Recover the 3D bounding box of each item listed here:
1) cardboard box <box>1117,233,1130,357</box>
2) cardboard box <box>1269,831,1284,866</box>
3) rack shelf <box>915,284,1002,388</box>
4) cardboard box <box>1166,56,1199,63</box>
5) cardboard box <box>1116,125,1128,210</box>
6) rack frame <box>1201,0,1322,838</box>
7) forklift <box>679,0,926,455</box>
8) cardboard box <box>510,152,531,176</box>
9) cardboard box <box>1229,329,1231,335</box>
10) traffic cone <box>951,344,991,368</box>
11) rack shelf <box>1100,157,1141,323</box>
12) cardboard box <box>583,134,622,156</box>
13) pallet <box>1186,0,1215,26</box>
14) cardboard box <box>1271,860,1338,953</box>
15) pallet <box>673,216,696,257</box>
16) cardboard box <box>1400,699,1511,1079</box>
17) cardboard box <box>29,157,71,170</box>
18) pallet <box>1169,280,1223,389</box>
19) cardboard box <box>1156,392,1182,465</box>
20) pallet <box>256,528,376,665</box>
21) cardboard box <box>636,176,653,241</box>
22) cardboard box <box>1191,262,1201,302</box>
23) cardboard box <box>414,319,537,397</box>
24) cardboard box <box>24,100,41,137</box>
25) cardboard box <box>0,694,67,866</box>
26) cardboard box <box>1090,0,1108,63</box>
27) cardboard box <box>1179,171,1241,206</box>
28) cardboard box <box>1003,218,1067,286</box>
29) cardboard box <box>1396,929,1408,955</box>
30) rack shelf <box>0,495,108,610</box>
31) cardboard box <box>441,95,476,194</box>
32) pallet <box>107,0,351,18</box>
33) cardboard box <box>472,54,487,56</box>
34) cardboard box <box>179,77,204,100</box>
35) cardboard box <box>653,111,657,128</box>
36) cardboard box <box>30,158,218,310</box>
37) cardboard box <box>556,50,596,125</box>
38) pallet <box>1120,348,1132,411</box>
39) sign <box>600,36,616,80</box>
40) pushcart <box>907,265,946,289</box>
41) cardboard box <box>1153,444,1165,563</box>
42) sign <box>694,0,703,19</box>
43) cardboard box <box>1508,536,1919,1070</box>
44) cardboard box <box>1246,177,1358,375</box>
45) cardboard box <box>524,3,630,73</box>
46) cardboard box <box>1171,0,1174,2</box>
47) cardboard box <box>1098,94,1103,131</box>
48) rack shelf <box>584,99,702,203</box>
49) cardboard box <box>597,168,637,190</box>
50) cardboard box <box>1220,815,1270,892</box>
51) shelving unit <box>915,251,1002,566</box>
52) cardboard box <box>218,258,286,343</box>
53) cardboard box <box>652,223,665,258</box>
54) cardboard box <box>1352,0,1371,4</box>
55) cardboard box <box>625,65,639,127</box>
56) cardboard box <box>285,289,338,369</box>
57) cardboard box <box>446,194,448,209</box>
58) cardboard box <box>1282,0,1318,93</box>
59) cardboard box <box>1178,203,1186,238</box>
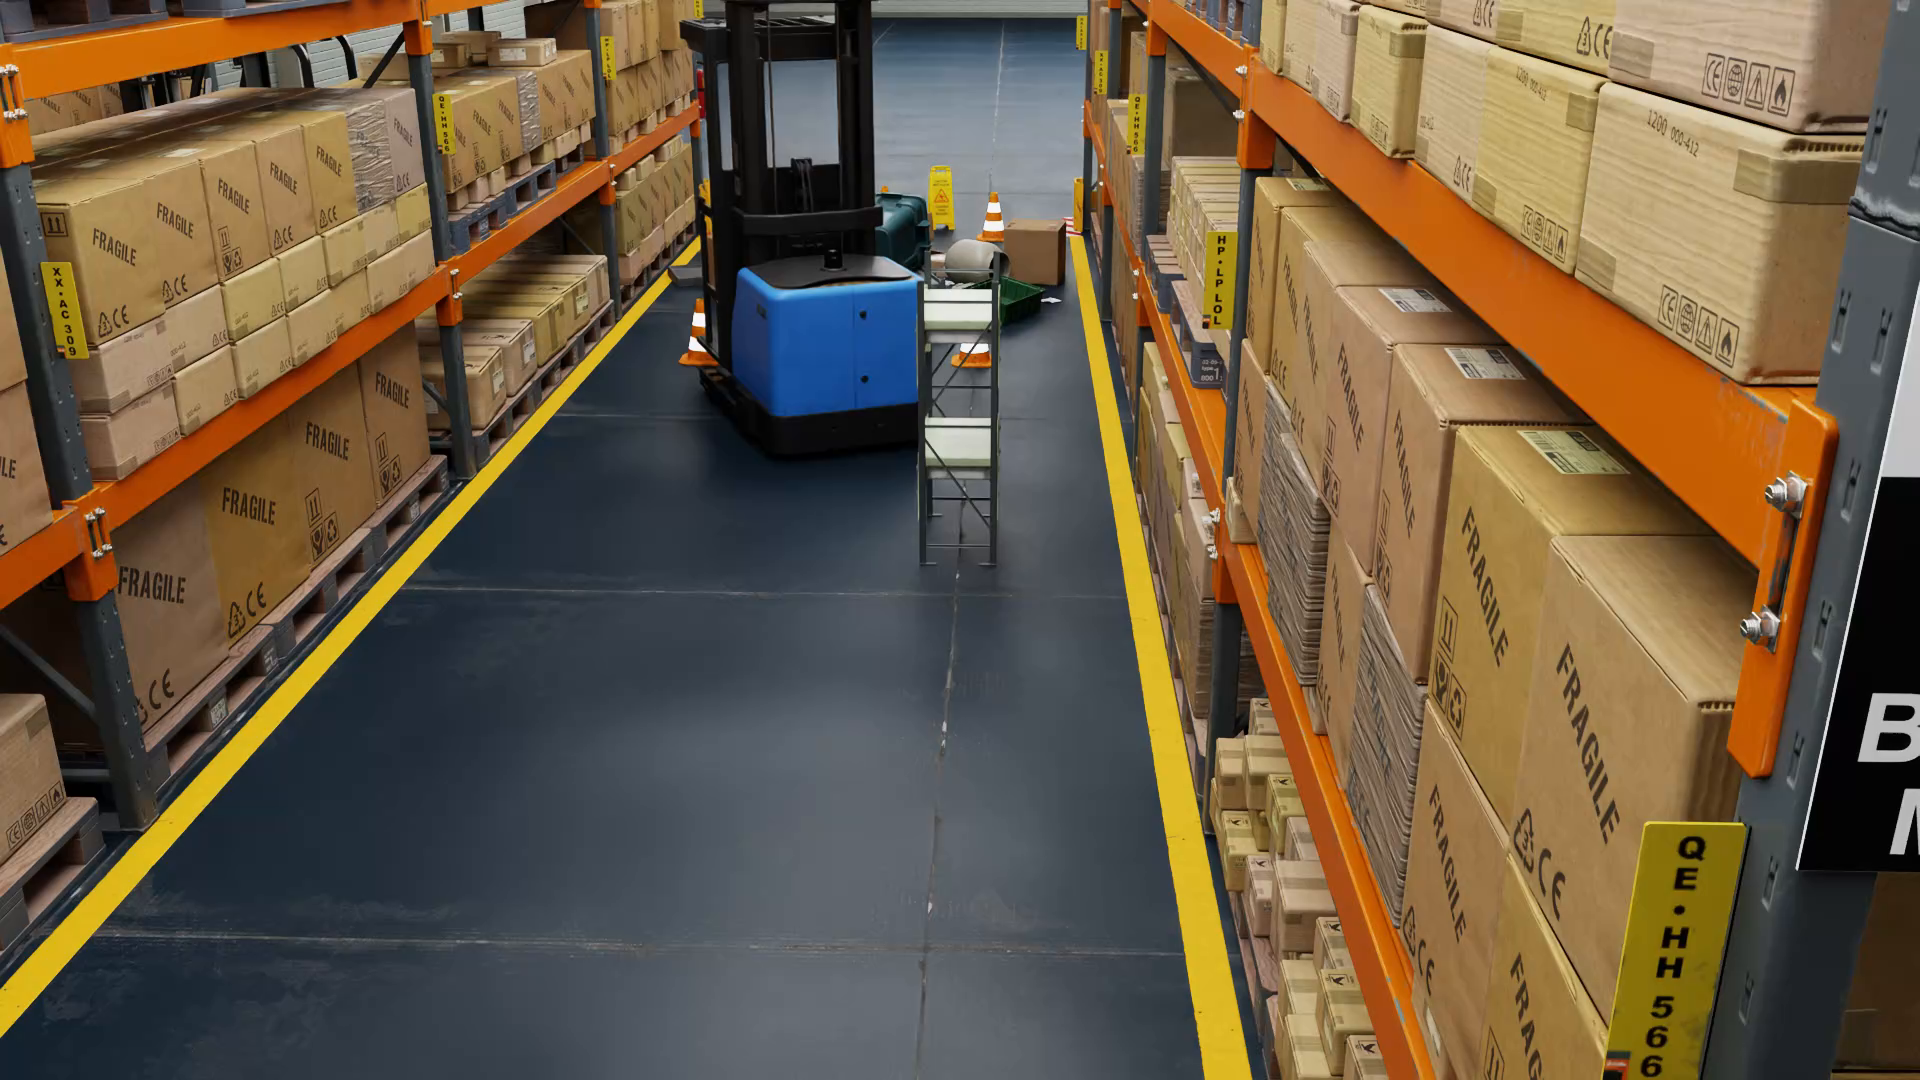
[{"bbox_3d":[1.693,-1.776,11.988,1.050,0.750,0.750,1,21,2],"label":"cardboard box"},{"bbox_3d":[1.192,0.993,5.273,0.380,0.149,0.250,1,21,1],"label":"cardboard box"},{"bbox_3d":[0.000,-1.065,8.623,0.431,0.370,0.720,1,21,2],"label":"rack shelf"},{"bbox_3d":[1.585,-2.800,10.578,0.700,0.500,0.500,0,21,1],"label":"cardboard box"},{"bbox_3d":[1.322,-2.516,11.227,0.500,0.500,0.500,1,21,2],"label":"cardboard box"},{"bbox_3d":[1.412,-0.311,5.683,1.000,3.000,0.127,1,21,2],"label":"rack frame"},{"bbox_3d":[-1.189,-2.388,11.132,1.130,2.935,3.031,-8,23,-20],"label":"forklift"},{"bbox_3d":[-3.124,-2.553,11.228,0.380,0.149,0.250,1,21,3],"label":"cardboard box"},{"bbox_3d":[1.244,-0.859,6.451,0.380,0.149,0.250,2,21,4],"label":"cardboard box"},{"bbox_3d":[0.105,-1.552,12.389,0.336,0.463,0.334,1,21,2],"label":"traffic cone"},{"bbox_3d":[1.595,-2.145,11.404,1.077,0.370,4.000,1,21,2],"label":"rack shelf"},{"bbox_3d":[-2.965,-3.214,13.513,0.380,0.149,0.250,1,21,1],"label":"cardboard box"},{"bbox_3d":[1.566,-2.218,6.713,1.213,0.211,1.003,1,21,2],"label":"pallet"},{"bbox_3d":[1.094,1.044,4.729,0.380,0.149,0.250,1,21,3],"label":"cardboard box"},{"bbox_3d":[-3.236,-3.046,16.588,1.003,0.211,1.213,1,21,2],"label":"pallet"},{"bbox_3d":[1.068,0.599,2.789,0.500,0.500,0.500,0,21,1],"label":"cardboard box"},{"bbox_3d":[-3.768,-1.193,6.436,0.500,0.500,0.500,1,21,3],"label":"cardboard box"},{"bbox_3d":[1.514,-0.951,7.599,1.003,0.211,1.213,1,21,2],"label":"pallet"},{"bbox_3d":[1.228,-0.528,8.081,0.500,0.250,0.500,1,21,2],"label":"cardboard box"},{"bbox_3d":[-3.556,0.249,8.094,1.003,0.211,1.213,1,21,2],"label":"pallet"},{"bbox_3d":[-3.003,-2.889,14.511,0.500,0.500,0.500,1,21,4],"label":"cardboard box"},{"bbox_3d":[1.280,-1.196,7.733,0.380,0.149,0.250,1,21,2],"label":"cardboard box"},{"bbox_3d":[-3.376,-1.216,11.070,0.950,0.372,0.625,0,21,1],"label":"cardboard box"},{"bbox_3d":[-7.982,-3.478,13.709,0.500,0.500,0.500,0,21,0],"label":"cardboard box"},{"bbox_3d":[-3.665,0.896,5.534,0.875,0.438,0.875,0,21,1],"label":"cardboard box"},{"bbox_3d":[1.650,-4.688,15.264,0.875,0.550,0.550,1,21,2],"label":"cardboard box"},{"bbox_3d":[1.309,-1.762,8.368,0.380,0.149,0.250,1,21,1],"label":"cardboard box"},{"bbox_3d":[0.677,-2.611,15.065,0.500,0.500,0.500,4,22,11],"label":"cardboard box"},{"bbox_3d":[1.077,0.764,3.260,0.380,0.149,0.250,0,21,-1],"label":"cardboard box"},{"bbox_3d":[-3.600,0.730,3.995,1.077,0.370,4.000,1,21,2],"label":"rack shelf"},{"bbox_3d":[-3.172,-2.316,9.721,0.500,0.500,0.500,0,21,0],"label":"cardboard box"},{"bbox_3d":[-3.415,-2.447,7.304,1.003,0.211,1.213,2,21,4],"label":"pallet"},{"bbox_3d":[-3.596,-3.436,12.607,0.500,0.500,0.500,1,21,3],"label":"cardboard box"},{"bbox_3d":[-7.888,-4.586,16.564,0.500,0.500,0.500,0,21,0],"label":"cardboard box"},{"bbox_3d":[-2.937,-3.768,14.941,0.380,0.149,0.250,1,21,1],"label":"cardboard box"},{"bbox_3d":[-3.250,-1.181,6.406,0.500,0.500,0.500,1,21,1],"label":"cardboard box"},{"bbox_3d":[-3.080,-3.432,12.599,0.500,0.500,0.500,0,21,1],"label":"cardboard box"},{"bbox_3d":[1.673,-1.181,11.781,1.003,0.211,1.213,1,21,2],"label":"pallet"},{"bbox_3d":[-2.741,-3.756,12.962,0.100,0.325,0.005,1,21,2],"label":"sign"},{"bbox_3d":[-1.015,-1.991,13.640,1.648,0.377,0.936,-7,22,-17],"label":"pushcart"},{"bbox_3d":[1.234,-0.167,8.187,0.500,0.500,0.500,0,21,0],"label":"cardboard box"},{"bbox_3d":[-2.620,-5.341,16.610,0.100,0.325,0.005,1,21,2],"label":"sign"},{"bbox_3d":[1.056,0.316,2.136,0.500,0.500,0.500,0,21,1],"label":"cardboard box"},{"bbox_3d":[1.155,-0.801,5.016,0.500,0.500,0.500,1,21,3],"label":"cardboard box"},{"bbox_3d":[-3.065,-4.029,13.335,0.700,0.500,0.500,0,21,1],"label":"cardboard box"},{"bbox_3d":[1.242,-2.817,7.858,0.500,0.500,0.500,1,21,2],"label":"cardboard box"},{"bbox_3d":[1.699,-3.992,14.964,0.875,0.550,0.500,1,21,2],"label":"cardboard box"},{"bbox_3d":[-3.235,-3.609,15.177,1.077,0.370,4.000,1,21,2],"label":"rack shelf"},{"bbox_3d":[-2.944,-3.042,14.009,0.380,0.149,0.250,1,21,2],"label":"cardboard box"},{"bbox_3d":[1.072,1.047,5.544,0.380,0.149,0.250,1,21,3],"label":"cardboard box"},{"bbox_3d":[0.000,-0.702,8.764,0.431,1.500,0.755,1,21,2],"label":"shelving unit"},{"bbox_3d":[-3.214,-1.019,7.024,0.500,0.250,0.500,1,21,2],"label":"cardboard box"},{"bbox_3d":[-2.989,-2.730,15.139,0.500,0.250,0.500,0,21,1],"label":"cardboard box"},{"bbox_3d":[1.109,-1.339,3.702,0.500,0.250,0.500,1,21,3],"label":"cardboard box"},{"bbox_3d":[-3.011,-3.744,13.982,0.500,0.500,0.500,1,21,1],"label":"cardboard box"},{"bbox_3d":[-3.191,-0.968,7.583,0.500,0.250,0.500,0,21,1],"label":"cardboard box"},{"bbox_3d":[-3.221,-1.969,9.723,0.380,0.149,0.250,-1,21,-1],"label":"cardboard box"},{"bbox_3d":[1.128,-1.293,4.276,0.500,0.250,0.500,0,21,1],"label":"cardboard box"},{"bbox_3d":[1.307,-1.607,8.379,0.380,0.149,0.250,0,21,0],"label":"cardboard box"}]
